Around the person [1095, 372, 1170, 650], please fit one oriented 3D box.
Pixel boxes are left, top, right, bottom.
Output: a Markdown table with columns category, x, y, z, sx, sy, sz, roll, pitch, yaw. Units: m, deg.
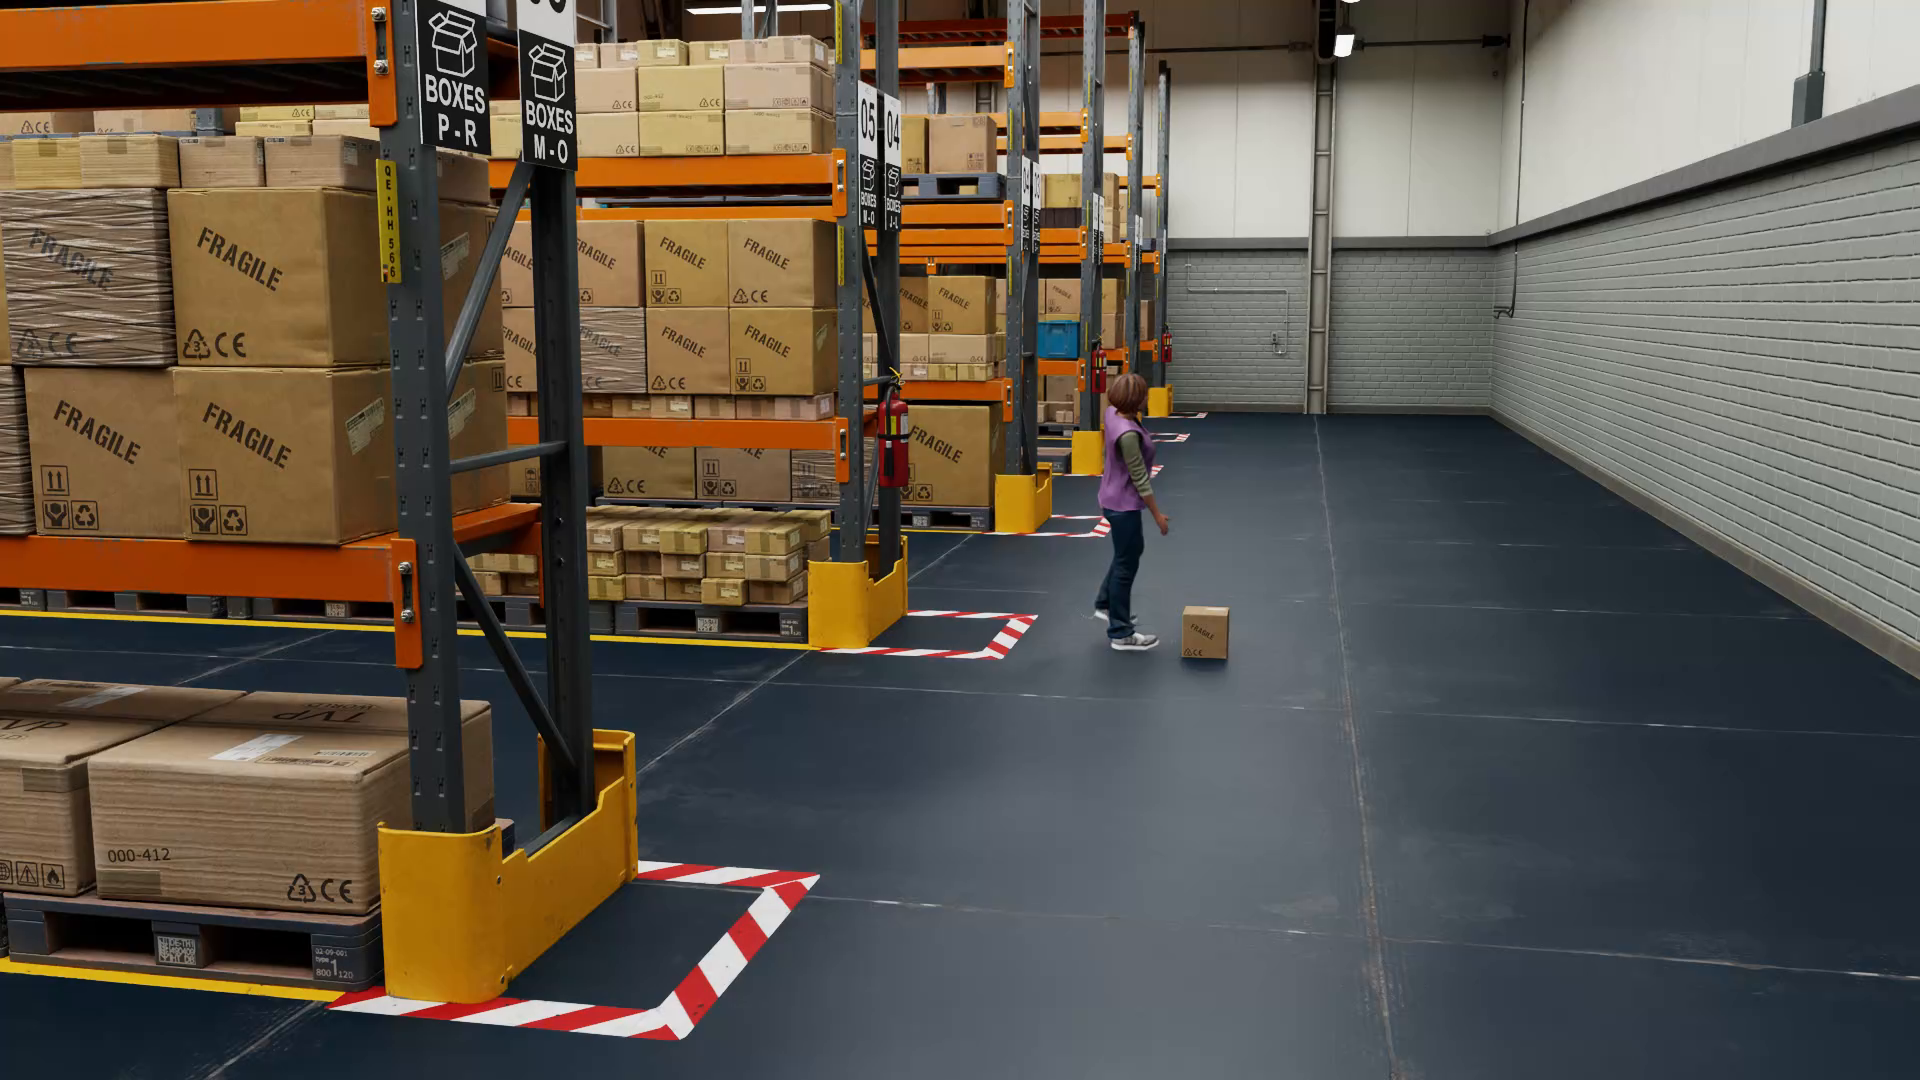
| category | x | y | z | sx | sy | sz | roll | pitch | yaw |
| --- | --- | --- | --- | --- | --- | --- | --- | --- | --- |
| person | 0.983 | -0.175 | 9.477 | 0.422 | 1.580 | 0.723 | 1 | 8 | 5 |
